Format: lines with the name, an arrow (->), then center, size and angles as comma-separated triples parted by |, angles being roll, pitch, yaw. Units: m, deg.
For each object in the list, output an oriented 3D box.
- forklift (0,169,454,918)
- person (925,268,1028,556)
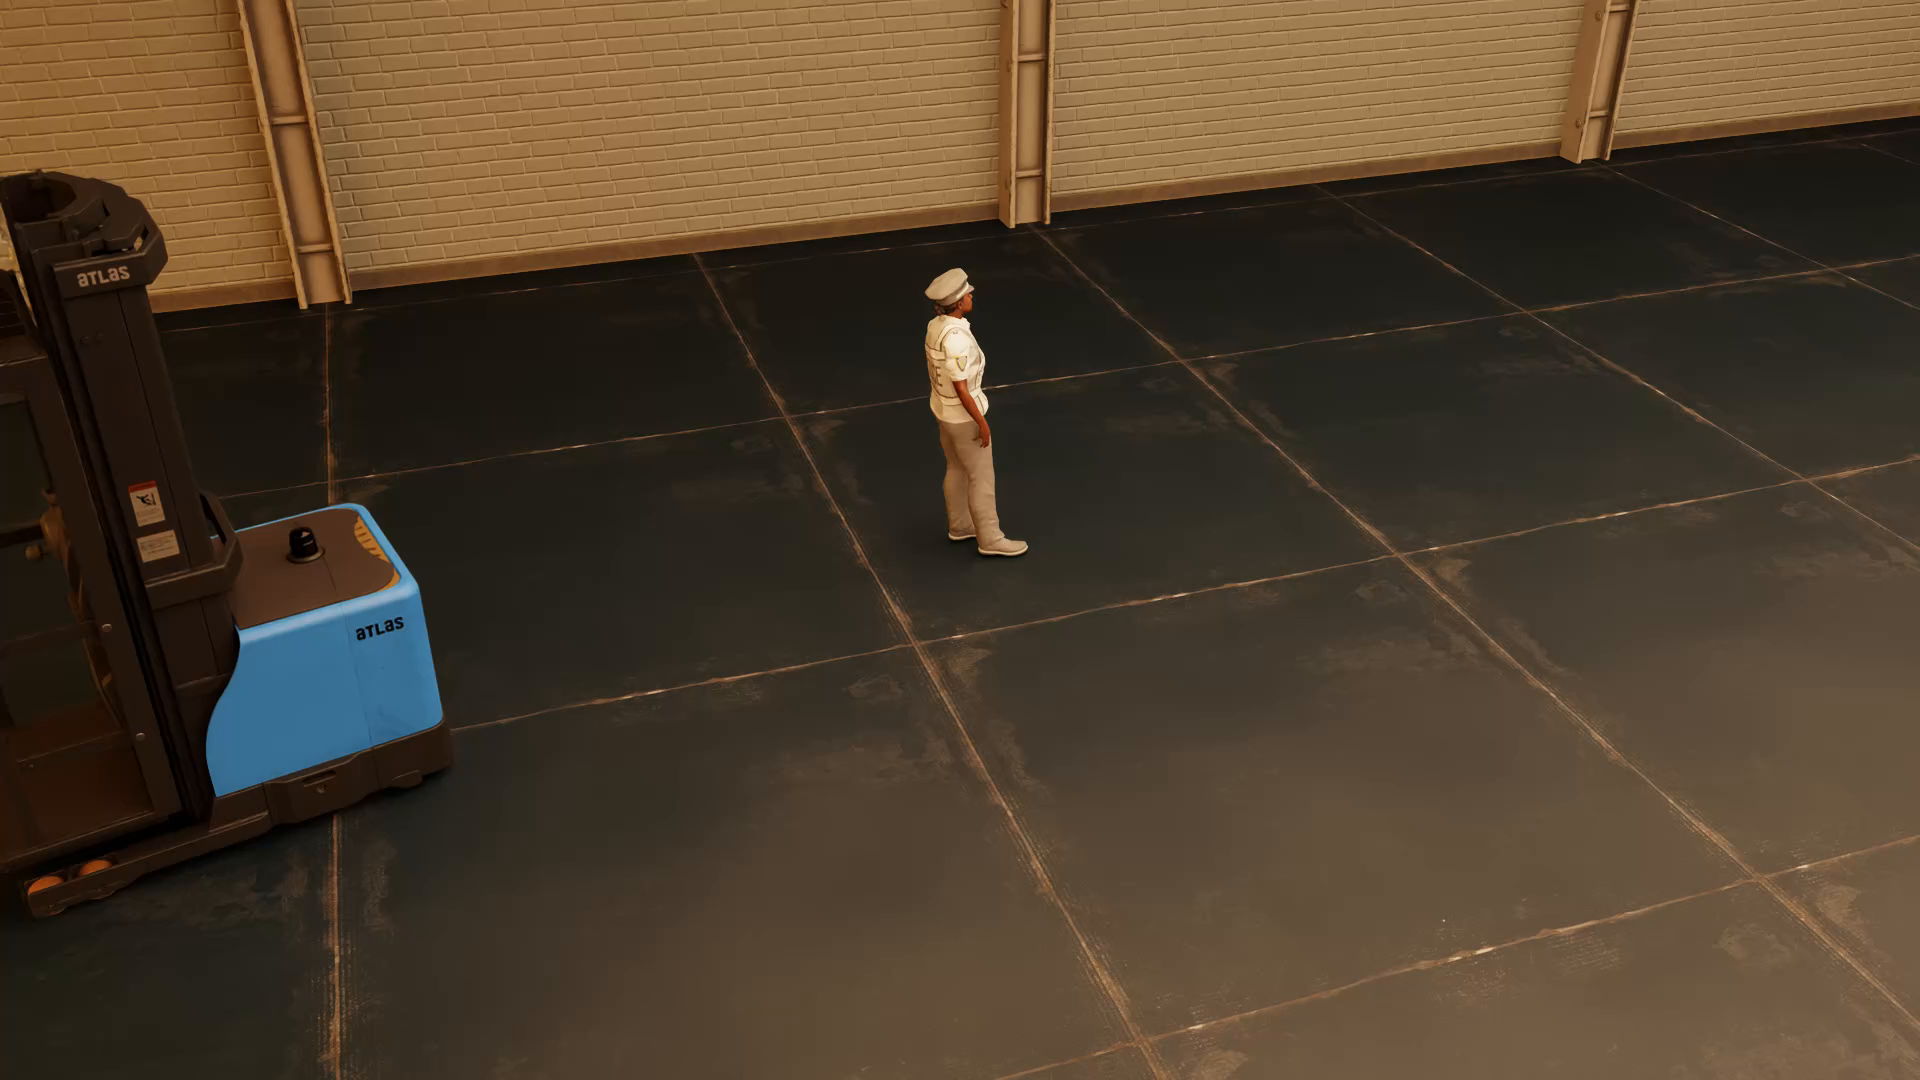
forklift -> -3.969, 0.054, 6.994 | 3.031, 2.935, 1.130 | -18, 34, -28
person -> 0.077, -0.742, 9.605 | 0.530, 1.692, 0.569 | -10, 31, -16
